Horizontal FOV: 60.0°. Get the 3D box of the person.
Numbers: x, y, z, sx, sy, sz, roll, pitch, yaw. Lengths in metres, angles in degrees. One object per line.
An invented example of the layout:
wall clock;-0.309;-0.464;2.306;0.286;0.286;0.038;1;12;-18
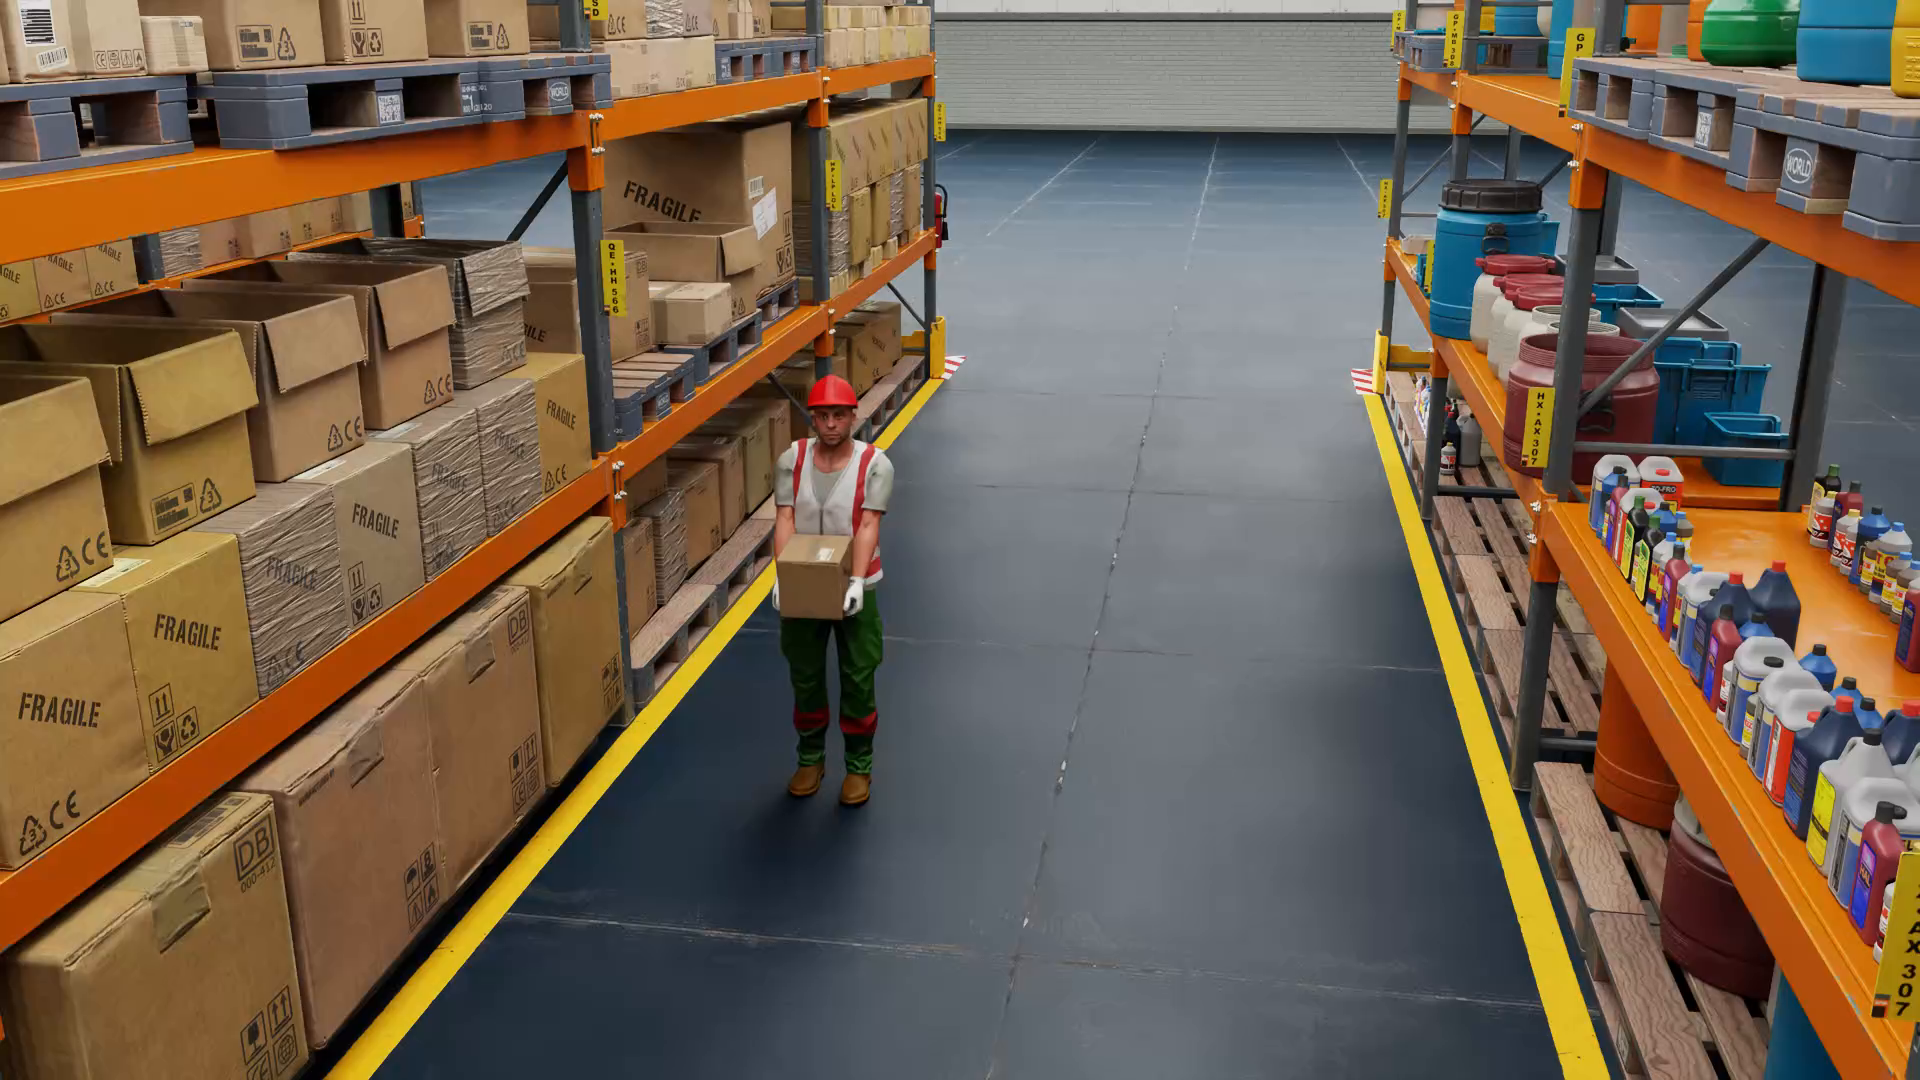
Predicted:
person;-0.530;0.225;6.807;0.495;1.787;0.553;3;18;8
